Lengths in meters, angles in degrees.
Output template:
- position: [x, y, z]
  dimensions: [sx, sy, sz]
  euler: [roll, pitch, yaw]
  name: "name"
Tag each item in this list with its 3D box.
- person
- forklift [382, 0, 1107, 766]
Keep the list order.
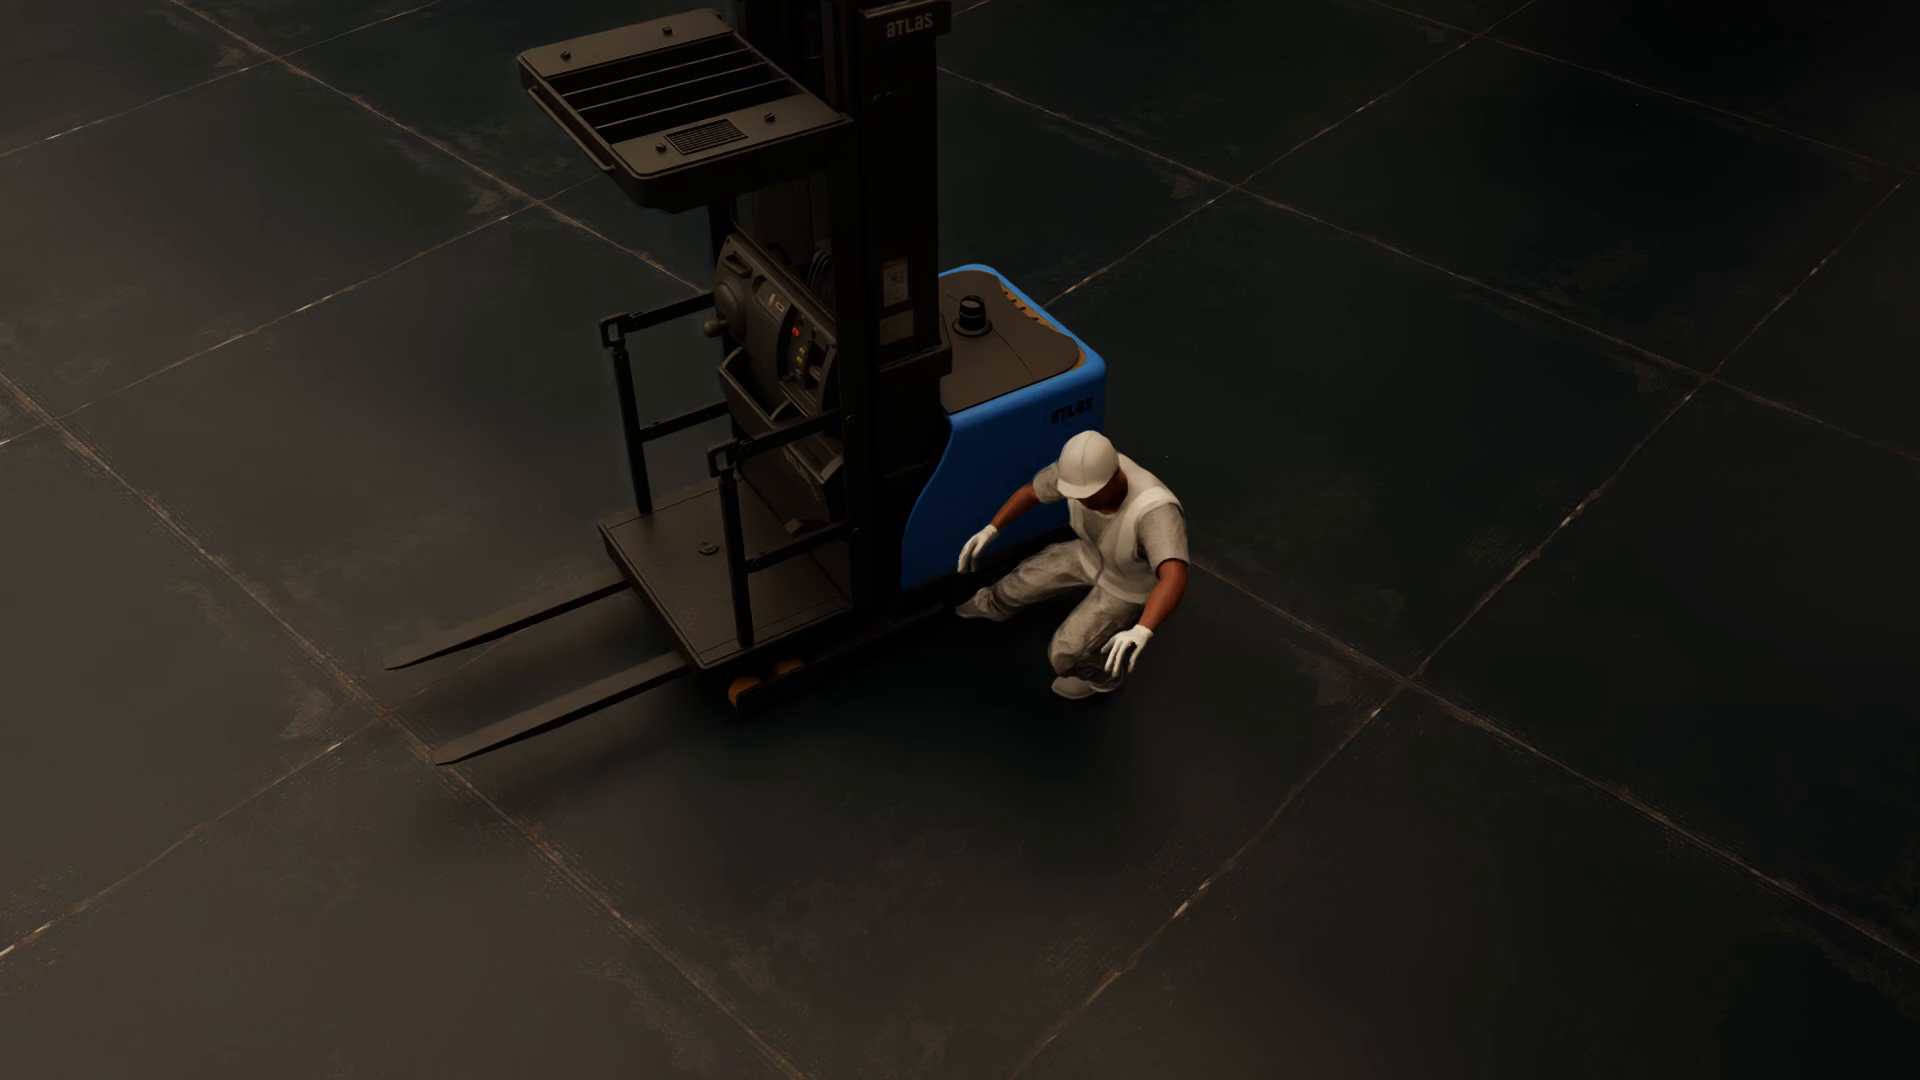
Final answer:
- position: [0.378, 0.125, 6.360]
  dimensions: [0.874, 1.480, 1.463]
  euler: [-29, 49, -30]
  name: "person"
- position: [-0.893, -0.792, 6.352]
  dimensions: [3.031, 2.935, 1.130]
  euler: [-22, 45, -24]
  name: "forklift"
